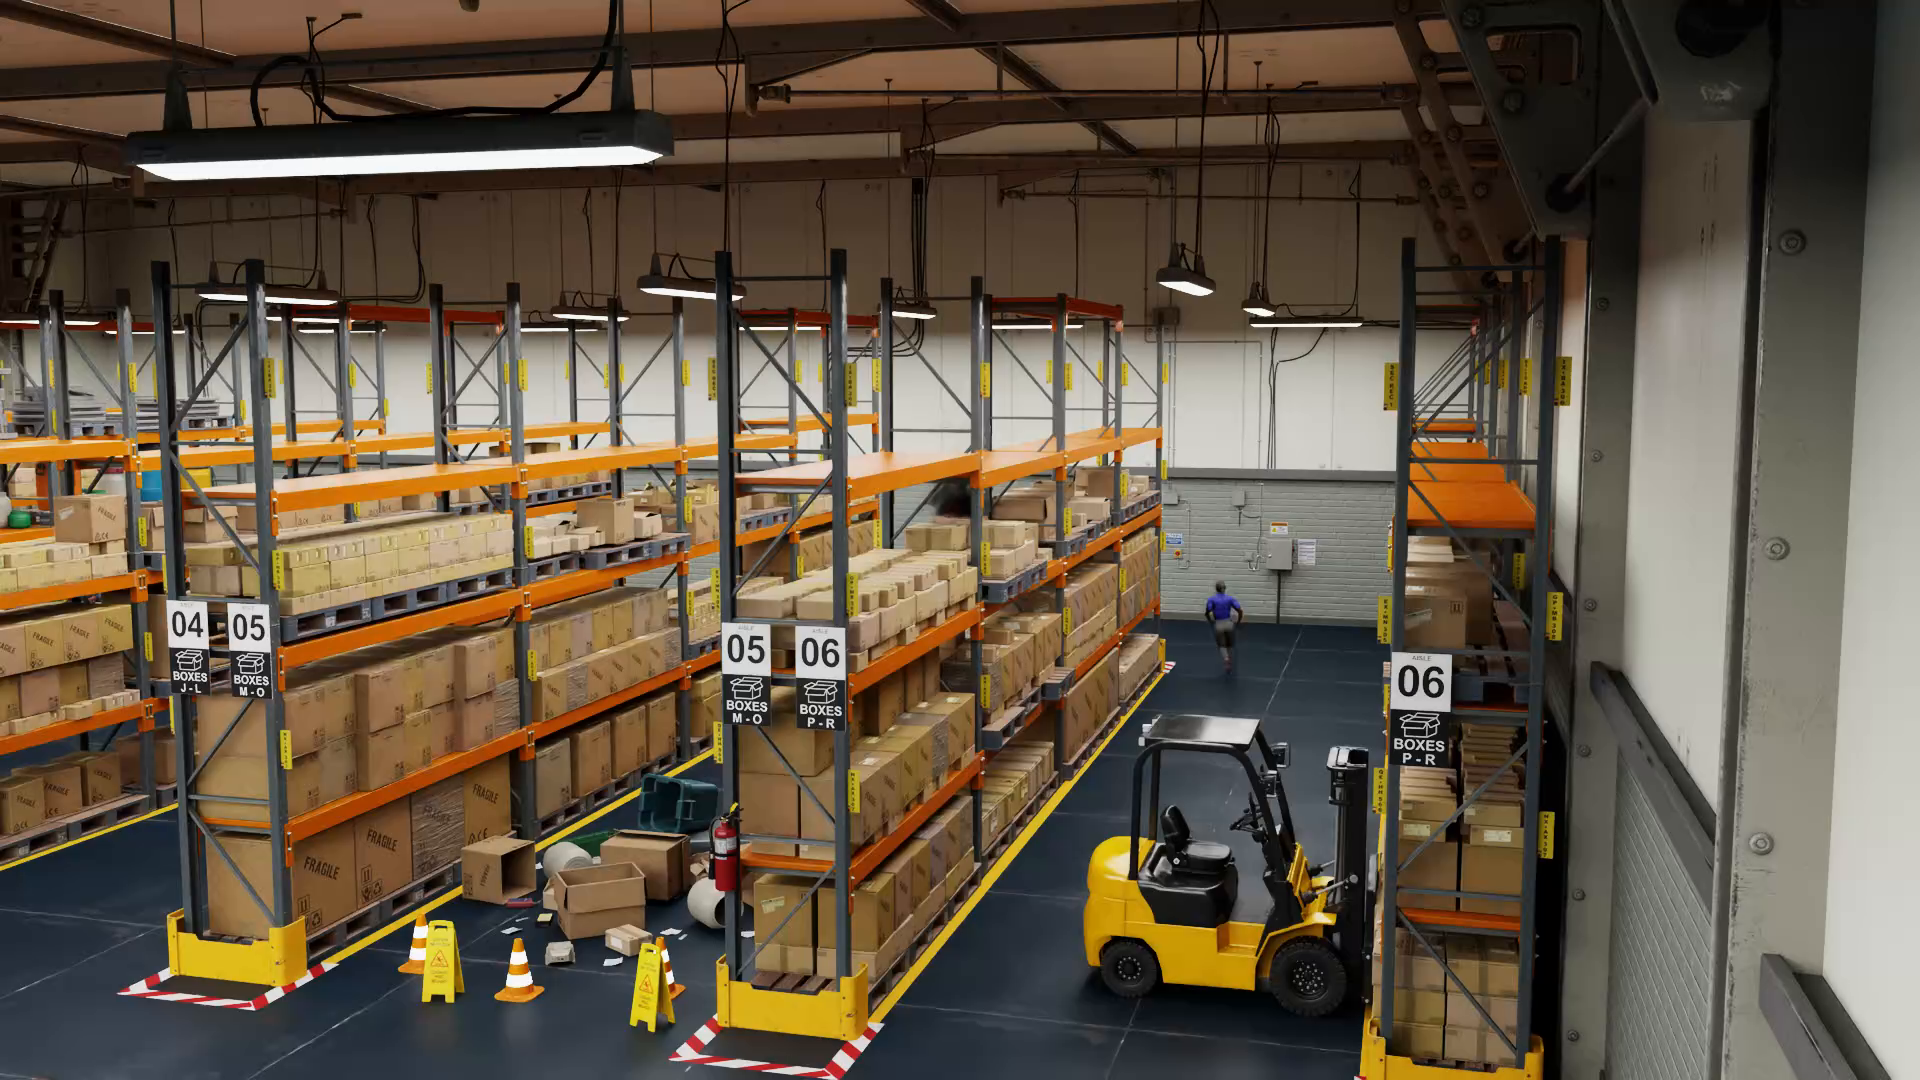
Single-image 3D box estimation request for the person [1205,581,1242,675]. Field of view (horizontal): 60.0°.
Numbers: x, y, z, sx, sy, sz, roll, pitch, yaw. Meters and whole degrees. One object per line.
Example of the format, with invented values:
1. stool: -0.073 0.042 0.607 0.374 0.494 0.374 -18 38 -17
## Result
1. person: 4.354 1.581 27.529 0.614 1.426 0.620 0 6 4
